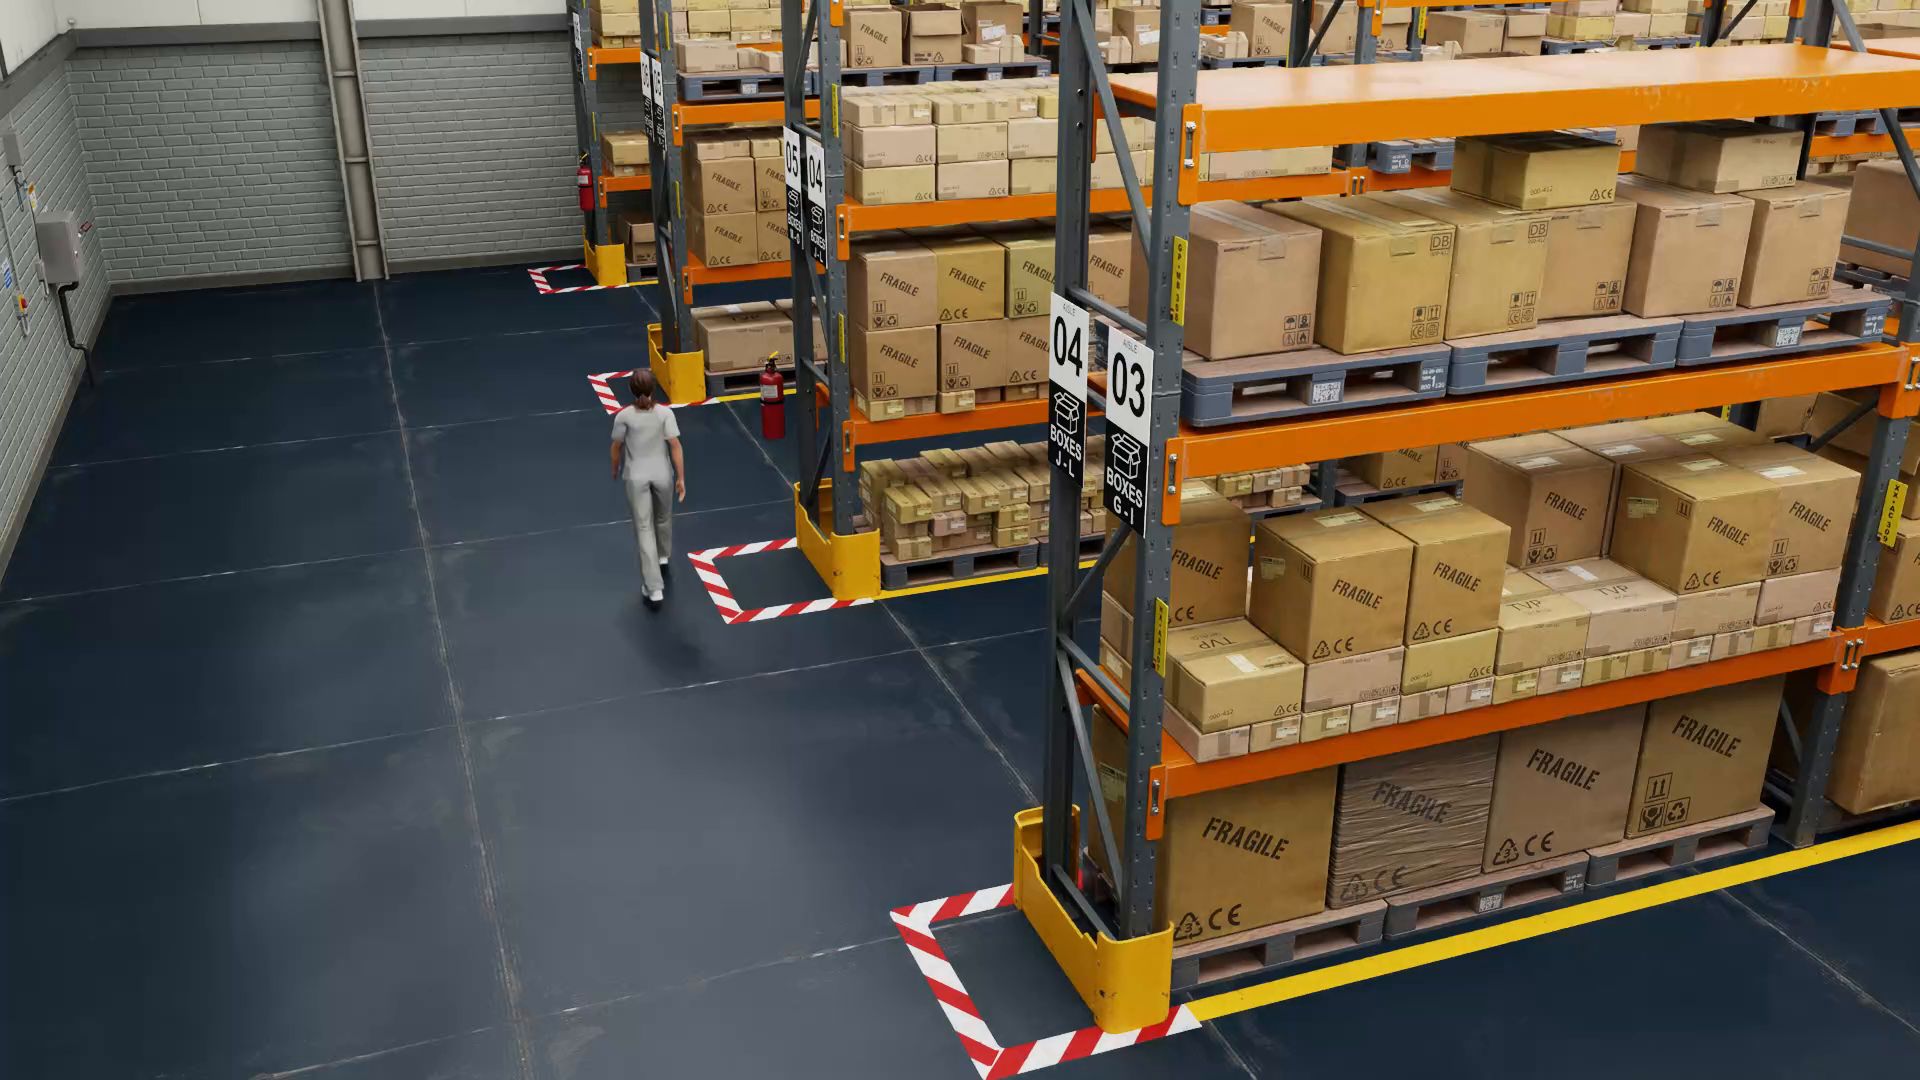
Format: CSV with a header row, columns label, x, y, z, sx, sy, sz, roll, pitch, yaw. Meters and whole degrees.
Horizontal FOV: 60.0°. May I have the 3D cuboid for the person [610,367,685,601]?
label,x,y,z,sx,sy,sz,roll,pitch,yaw
person,-2.242,-0.471,11.912,0.484,1.612,0.999,-7,24,-17
